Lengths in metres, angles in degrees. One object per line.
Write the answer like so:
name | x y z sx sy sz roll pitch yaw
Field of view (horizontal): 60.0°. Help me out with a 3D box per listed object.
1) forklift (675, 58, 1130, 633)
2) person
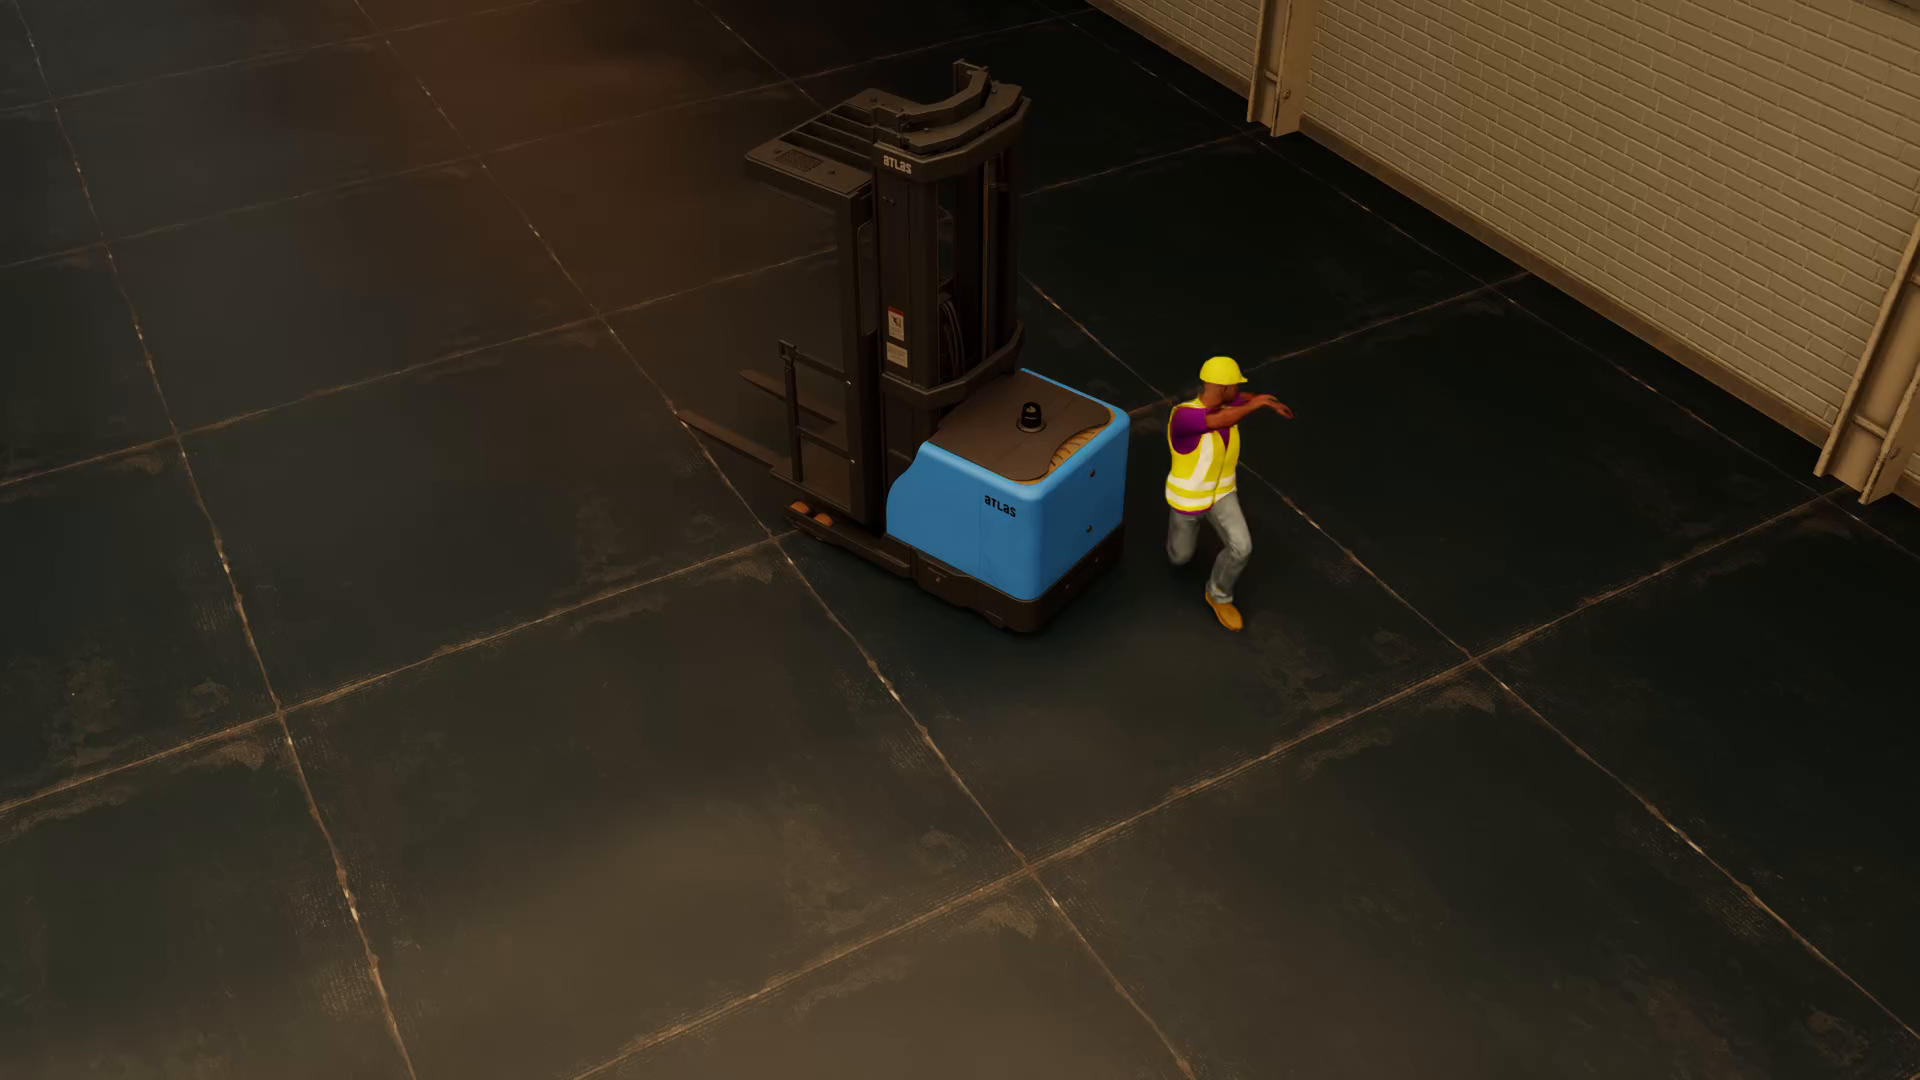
forklift | -0.481 -1.366 9.683 3.031 2.935 1.130 26 46 28
person | 1.672 -0.368 9.631 0.998 1.474 0.968 -13 42 -16
